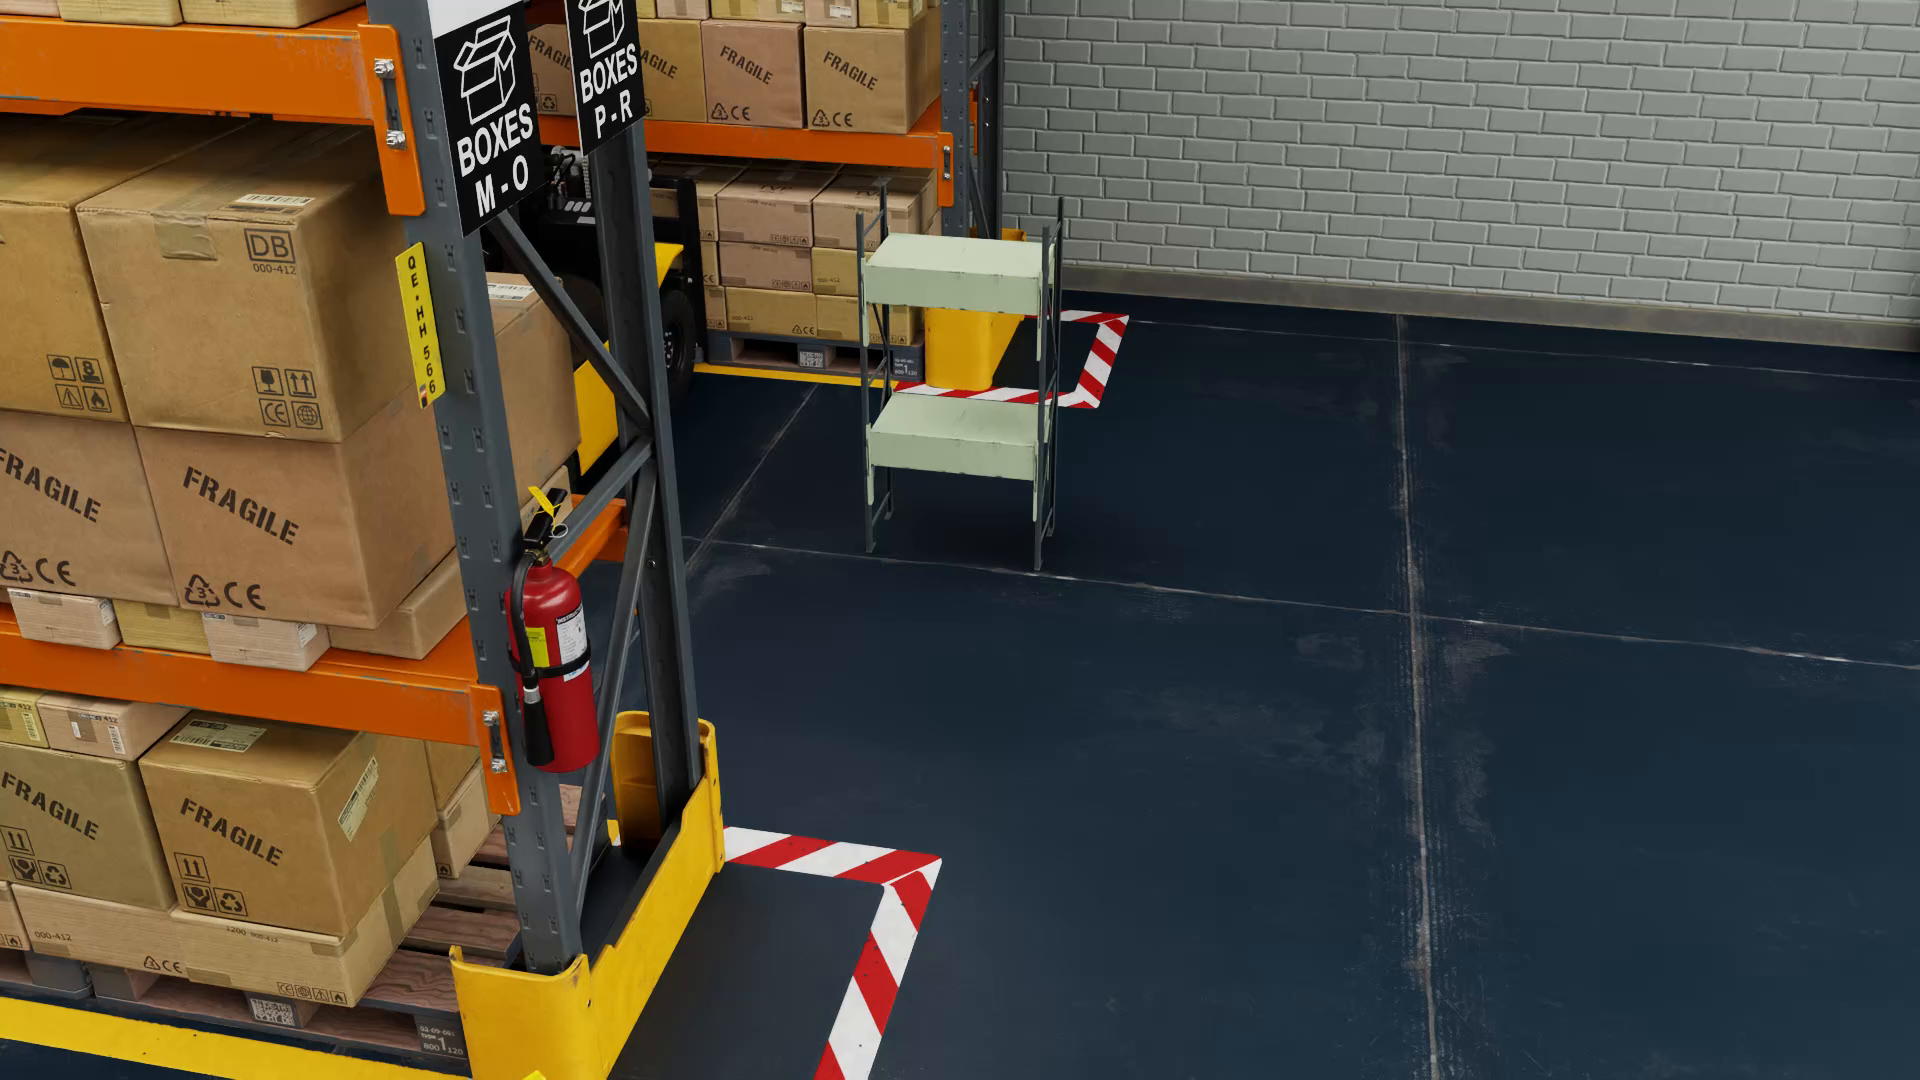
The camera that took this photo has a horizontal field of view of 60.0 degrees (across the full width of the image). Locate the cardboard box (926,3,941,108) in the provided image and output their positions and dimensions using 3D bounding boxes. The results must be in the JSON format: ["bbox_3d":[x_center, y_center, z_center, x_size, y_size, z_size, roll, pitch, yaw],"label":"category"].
[{"bbox_3d":[-0.355,-2.602,8.775,0.500,0.500,0.500,7,29,12],"label":"cardboard box"}]

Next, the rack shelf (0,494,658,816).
[{"bbox_3d":[-2.917,0.068,4.751,4.000,0.370,1.077,6,29,11],"label":"rack shelf"}]

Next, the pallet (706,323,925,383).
[{"bbox_3d":[-0.685,-1.212,9.244,1.213,0.211,1.003,6,29,11],"label":"pallet"}]

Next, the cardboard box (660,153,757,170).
[{"bbox_3d":[-1.335,-2.035,9.229,0.500,0.250,0.500,6,29,10],"label":"cardboard box"}]

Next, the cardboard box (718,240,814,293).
[{"bbox_3d":[-0.958,-1.533,8.832,0.500,0.250,0.500,6,29,10],"label":"cardboard box"}]

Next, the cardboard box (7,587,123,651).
[{"bbox_3d":[-2.147,0.106,4.195,0.250,0.149,0.380,6,29,11],"label":"cardboard box"}]

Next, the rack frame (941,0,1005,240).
[{"bbox_3d":[0.072,-2.378,8.470,0.127,3.000,1.000,6,29,11],"label":"rack frame"}]

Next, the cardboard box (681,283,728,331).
[{"bbox_3d":[-1.425,-1.364,9.043,0.500,0.250,0.500,6,29,11],"label":"cardboard box"}]

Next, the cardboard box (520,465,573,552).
[{"bbox_3d":[-1.250,-0.068,4.512,0.250,0.149,0.380,6,29,11],"label":"cardboard box"}]

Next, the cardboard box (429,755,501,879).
[{"bbox_3d":[-1.692,0.764,5.156,0.500,0.250,0.500,6,29,10],"label":"cardboard box"}]

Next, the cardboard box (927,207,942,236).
[{"bbox_3d":[-0.345,-1.720,9.174,0.500,0.250,0.500,6,29,11],"label":"cardboard box"}]

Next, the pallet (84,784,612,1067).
[{"bbox_3d":[-1.822,1.071,5.074,1.213,0.211,1.003,6,29,11],"label":"pallet"}]

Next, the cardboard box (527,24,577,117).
[{"bbox_3d":[-1.965,-2.501,8.590,0.500,0.500,0.500,6,29,11],"label":"cardboard box"}]

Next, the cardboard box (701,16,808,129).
[{"bbox_3d":[-0.970,-2.404,8.414,0.500,0.500,0.500,7,29,12],"label":"cardboard box"}]

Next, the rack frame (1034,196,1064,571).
[{"bbox_3d":[0.364,-0.620,6.822,0.023,1.500,0.400,6,29,11],"label":"rack frame"}]

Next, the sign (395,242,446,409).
[{"bbox_3d":[-1.097,-0.435,3.385,0.005,0.325,0.100,6,29,11],"label":"sign"}]

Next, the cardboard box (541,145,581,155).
[{"bbox_3d":[-2.328,-2.137,9.414,0.500,0.250,0.500,6,29,11],"label":"cardboard box"}]

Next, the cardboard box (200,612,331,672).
[{"bbox_3d":[-1.642,0.153,4.108,0.250,0.149,0.380,6,29,10],"label":"cardboard box"}]

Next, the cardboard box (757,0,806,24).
[{"bbox_3d":[-0.823,-2.676,8.235,0.250,0.149,0.380,6,29,12],"label":"cardboard box"}]

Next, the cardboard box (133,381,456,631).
[{"bbox_3d":[-1.549,-0.146,3.979,0.500,0.500,0.500,5,29,10],"label":"cardboard box"}]

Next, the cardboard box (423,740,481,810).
[{"bbox_3d":[-1.716,0.433,4.980,0.500,0.500,0.500,5,29,9],"label":"cardboard box"}]

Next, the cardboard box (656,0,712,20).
[{"bbox_3d":[-1.334,-2.711,8.299,0.250,0.149,0.380,5,29,9],"label":"cardboard box"}]

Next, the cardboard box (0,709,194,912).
[{"bbox_3d":[-2.310,0.638,4.607,0.500,0.500,0.500,7,29,12],"label":"cardboard box"}]

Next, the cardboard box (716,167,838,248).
[{"bbox_3d":[-0.944,-1.743,8.695,0.500,0.250,0.500,6,29,11],"label":"cardboard box"}]

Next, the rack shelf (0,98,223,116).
[{"bbox_3d":[-5.796,-2.664,9.742,4.000,0.370,1.077,6,29,11],"label":"rack shelf"}]

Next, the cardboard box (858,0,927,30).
[{"bbox_3d":[-0.326,-2.610,8.114,0.250,0.149,0.380,6,29,11],"label":"cardboard box"}]

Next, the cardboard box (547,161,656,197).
[{"bbox_3d":[-1.934,-1.843,8.878,0.500,0.250,0.500,5,29,10],"label":"cardboard box"}]

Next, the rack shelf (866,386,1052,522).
[{"bbox_3d":[0.007,-0.371,7.045,0.720,0.370,0.431,6,29,11],"label":"rack shelf"}]

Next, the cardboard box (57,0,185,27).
[{"bbox_3d":[-1.618,-1.166,3.395,0.250,0.149,0.380,6,29,11],"label":"cardboard box"}]

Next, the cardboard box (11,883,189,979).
[{"bbox_3d":[-2.313,0.965,4.790,0.500,0.250,0.500,6,29,11],"label":"cardboard box"}]

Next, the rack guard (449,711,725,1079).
[{"bbox_3d":[-1.035,1.042,4.826,0.348,0.500,1.175,6,29,11],"label":"rack guard"}]

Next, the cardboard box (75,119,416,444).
[{"bbox_3d":[-1.506,-0.608,3.782,0.500,0.500,0.700,5,29,9],"label":"cardboard box"}]

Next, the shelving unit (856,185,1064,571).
[{"bbox_3d":[0.007,-0.657,6.889,0.755,1.500,0.431,6,29,11],"label":"shelving unit"}]

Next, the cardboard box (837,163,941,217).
[{"bbox_3d":[-0.359,-1.932,9.040,0.500,0.250,0.500,5,29,10],"label":"cardboard box"}]

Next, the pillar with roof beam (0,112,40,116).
[{"bbox_3d":[-7.188,-4.083,5.336,0.400,9.000,9.100,6,29,11],"label":"pillar with roof beam"}]

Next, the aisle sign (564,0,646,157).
[{"bbox_3d":[-0.836,-1.326,3.842,0.004,0.787,0.394,6,29,11],"label":"aisle sign"}]

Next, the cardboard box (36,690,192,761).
[{"bbox_3d":[-2.172,0.399,4.368,0.250,0.149,0.380,7,29,12],"label":"cardboard box"}]

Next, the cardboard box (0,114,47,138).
[{"bbox_3d":[-2.520,-0.665,3.887,0.500,0.500,0.700,6,29,10],"label":"cardboard box"}]

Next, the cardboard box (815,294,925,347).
[{"bbox_3d":[-0.454,-1.255,8.845,0.500,0.250,0.500,6,29,11],"label":"cardboard box"}]

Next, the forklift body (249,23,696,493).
[{"bbox_3d":[-2.164,-1.339,7.456,1.214,2.155,2.313,6,29,11],"label":"forklift body"}]
